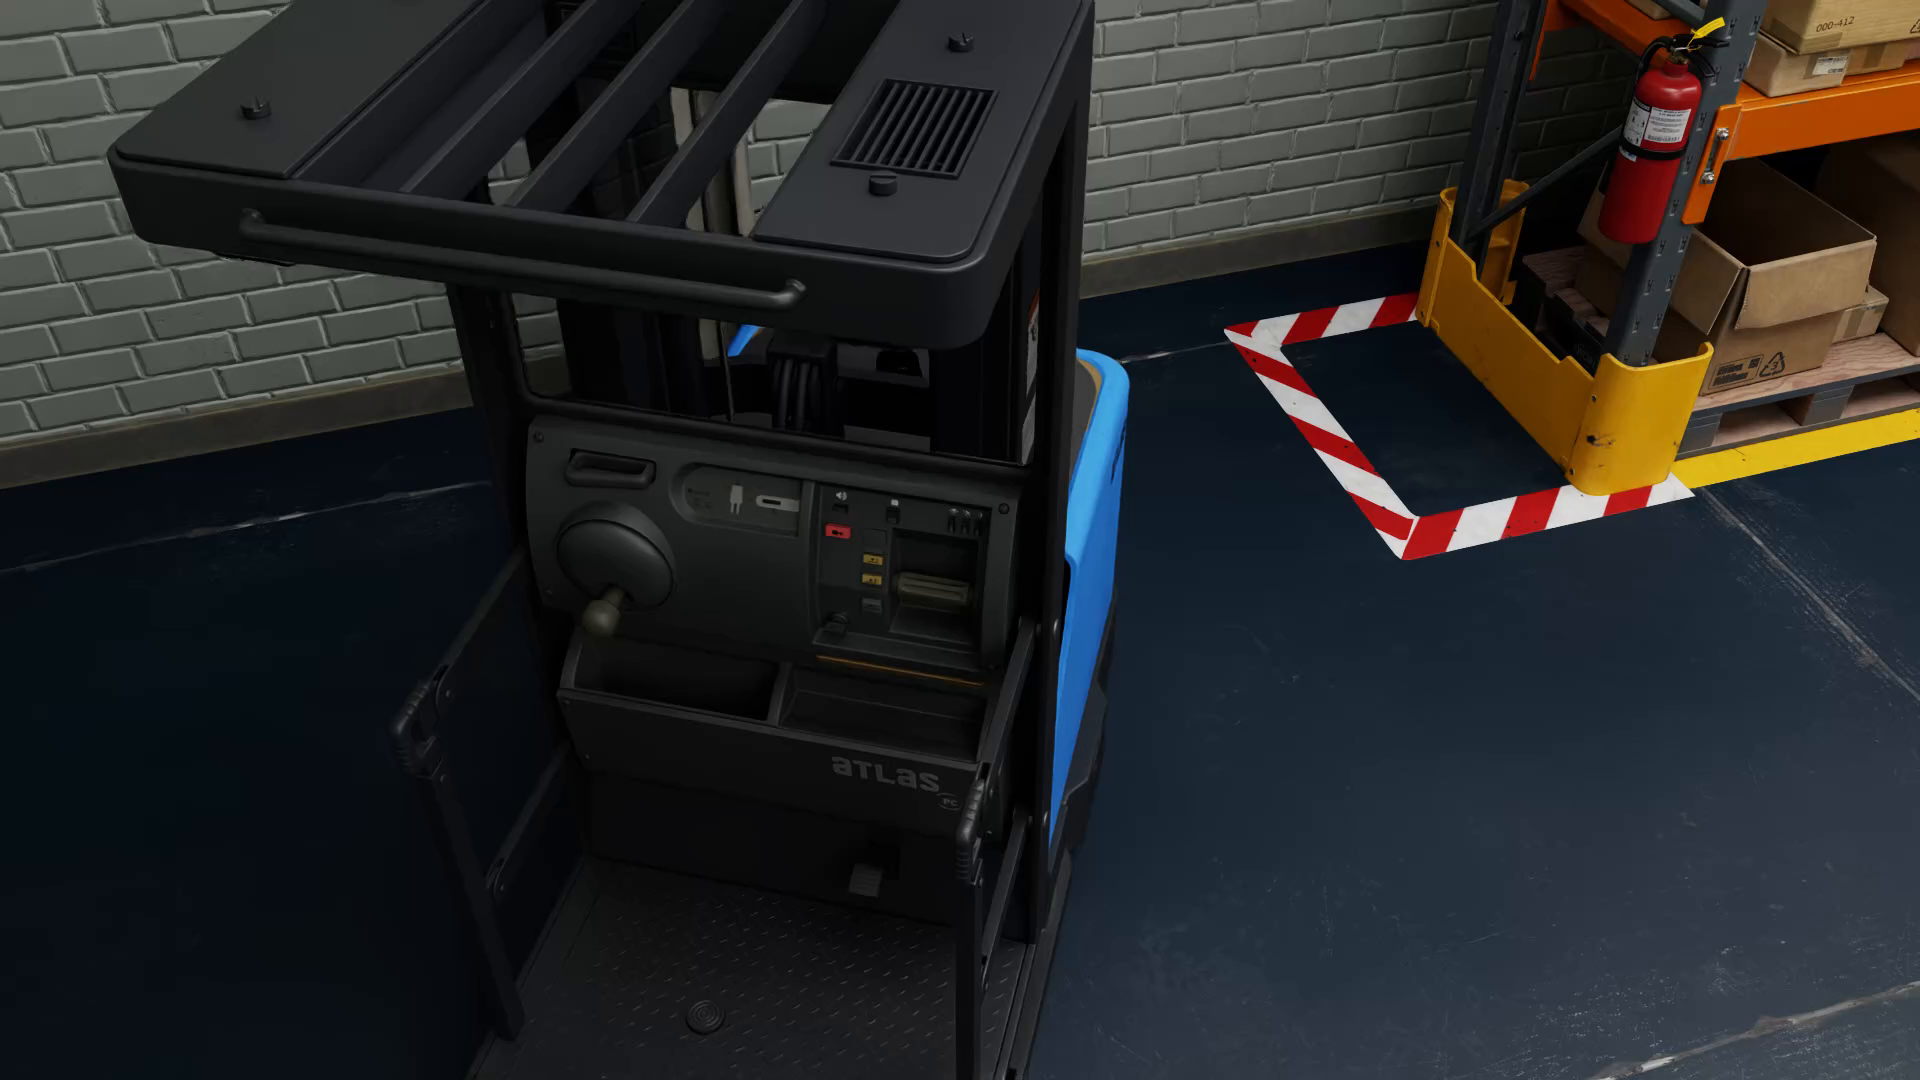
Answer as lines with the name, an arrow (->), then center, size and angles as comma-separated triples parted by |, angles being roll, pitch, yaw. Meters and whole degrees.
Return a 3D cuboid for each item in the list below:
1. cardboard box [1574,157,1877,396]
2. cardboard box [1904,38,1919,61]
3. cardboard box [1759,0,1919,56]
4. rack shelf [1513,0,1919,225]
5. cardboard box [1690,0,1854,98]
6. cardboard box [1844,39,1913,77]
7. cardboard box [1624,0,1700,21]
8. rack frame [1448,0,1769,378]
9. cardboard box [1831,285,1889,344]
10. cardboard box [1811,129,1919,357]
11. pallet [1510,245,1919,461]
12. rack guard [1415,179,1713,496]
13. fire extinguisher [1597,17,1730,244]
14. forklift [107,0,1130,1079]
cardboard box -> 2.561, -0.927, 5.609 | 0.637, 0.503, 0.797 | -13, 43, -15
cardboard box -> 2.814, -1.598, 4.991 | 0.250, 0.149, 0.380 | -12, 43, -14
cardboard box -> 2.463, -1.623, 4.716 | 0.500, 0.250, 0.500 | -11, 42, -13
rack shelf -> 3.857, -1.771, 5.545 | 4.000, 0.370, 1.077 | -12, 42, -13
cardboard box -> 2.345, -1.445, 4.815 | 0.250, 0.149, 0.380 | -12, 43, -13
cardboard box -> 2.574, -1.525, 4.906 | 0.250, 0.149, 0.380 | -11, 42, -12
cardboard box -> 2.185, -1.786, 5.206 | 0.250, 0.149, 0.380 | -12, 43, -14
rack frame -> 1.949, -1.647, 4.855 | 0.127, 3.000, 1.000 | -12, 42, -13
cardboard box -> 2.978, -0.853, 5.794 | 0.250, 0.149, 0.380 | -13, 43, -15
cardboard box -> 3.388, -1.070, 5.775 | 0.500, 0.500, 0.700 | -10, 42, -11
pallet -> 2.782, -0.770, 5.971 | 1.213, 0.211, 1.003 | -12, 42, -13
rack guard -> 2.022, -0.721, 5.695 | 0.348, 0.500, 1.175 | -12, 42, -13
fire extinguisher -> 1.948, -1.158, 4.638 | 0.183, 0.674, 0.296 | -12, 42, -13
forklift -> -0.404, 0.109, 2.898 | 1.130, 2.935, 3.031 | 9, 42, 10
